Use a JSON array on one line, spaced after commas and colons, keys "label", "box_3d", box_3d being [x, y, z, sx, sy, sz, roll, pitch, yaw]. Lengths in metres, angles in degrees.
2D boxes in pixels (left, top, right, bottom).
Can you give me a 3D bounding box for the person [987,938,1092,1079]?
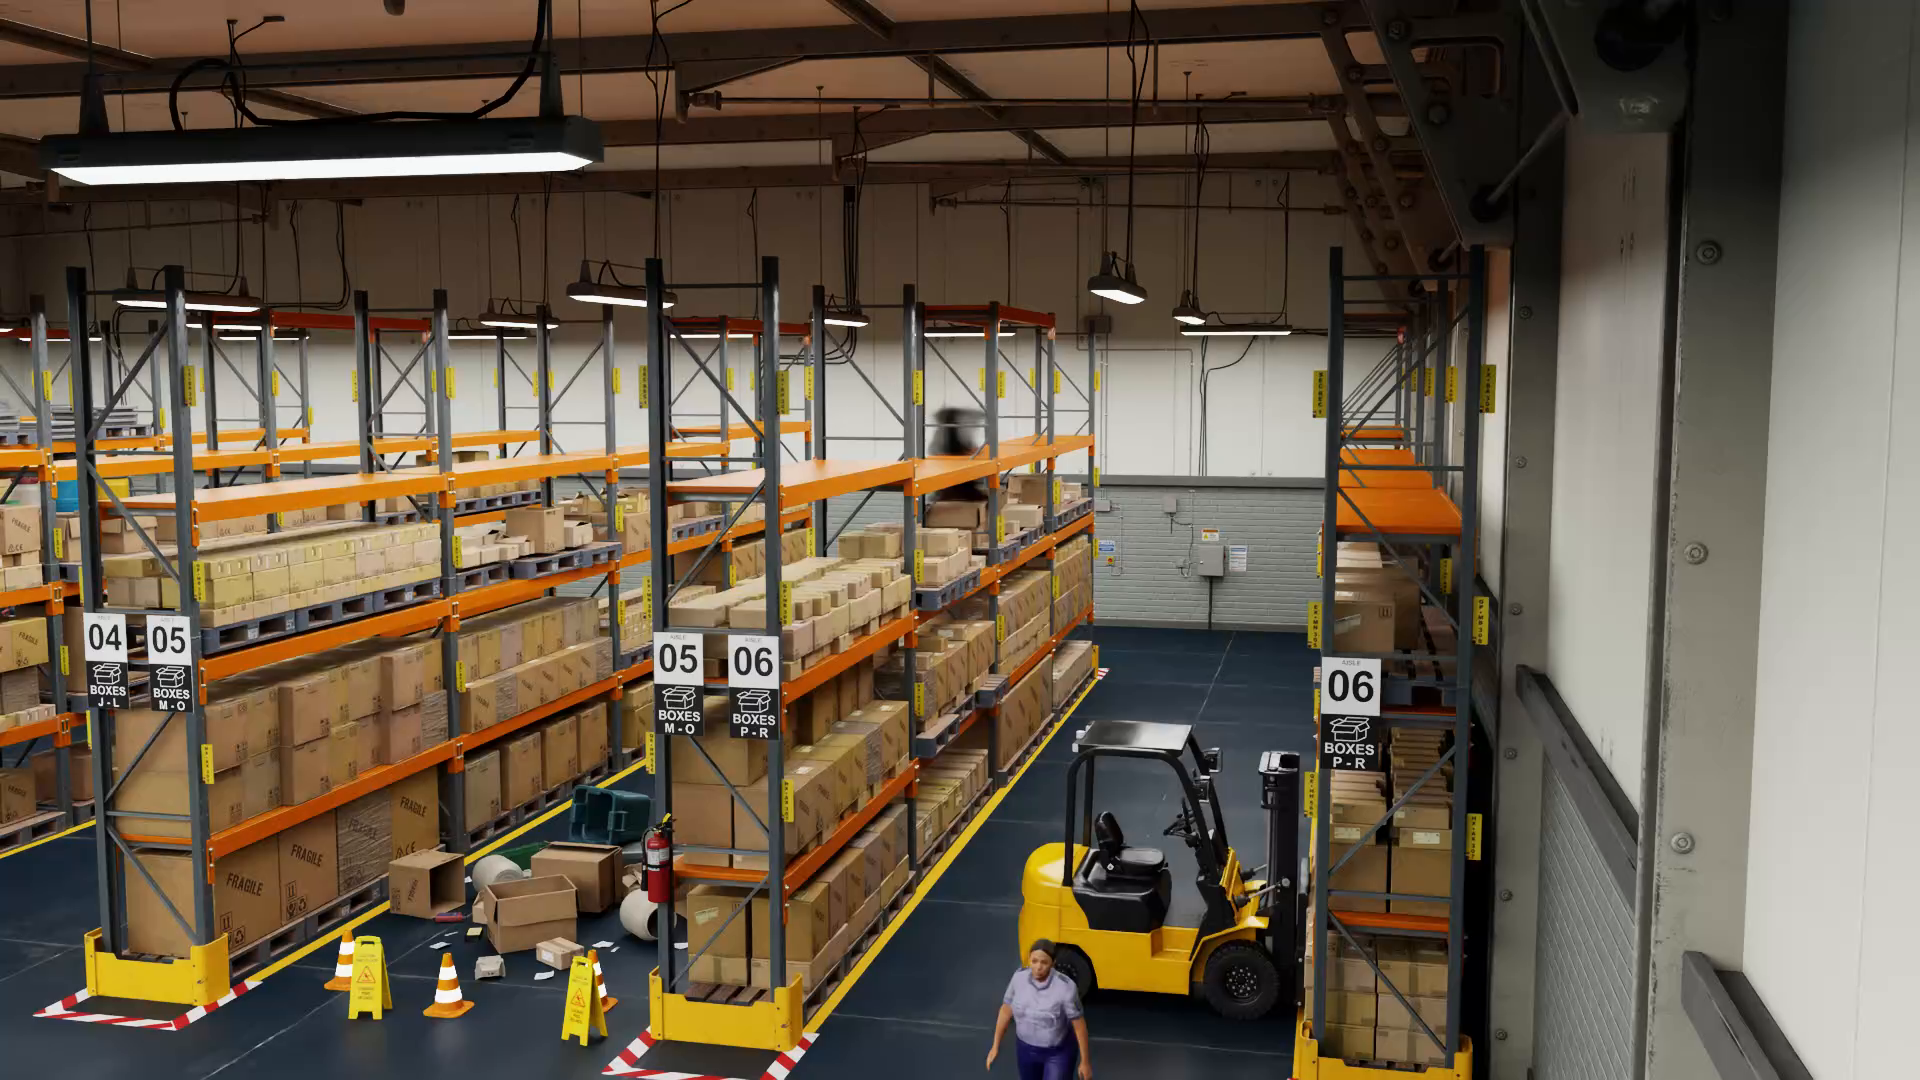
[{"label": "person", "box_3d": [0.536, 3.293, 10.705, 0.655, 1.589, 0.922, 3, 7, 28]}]
